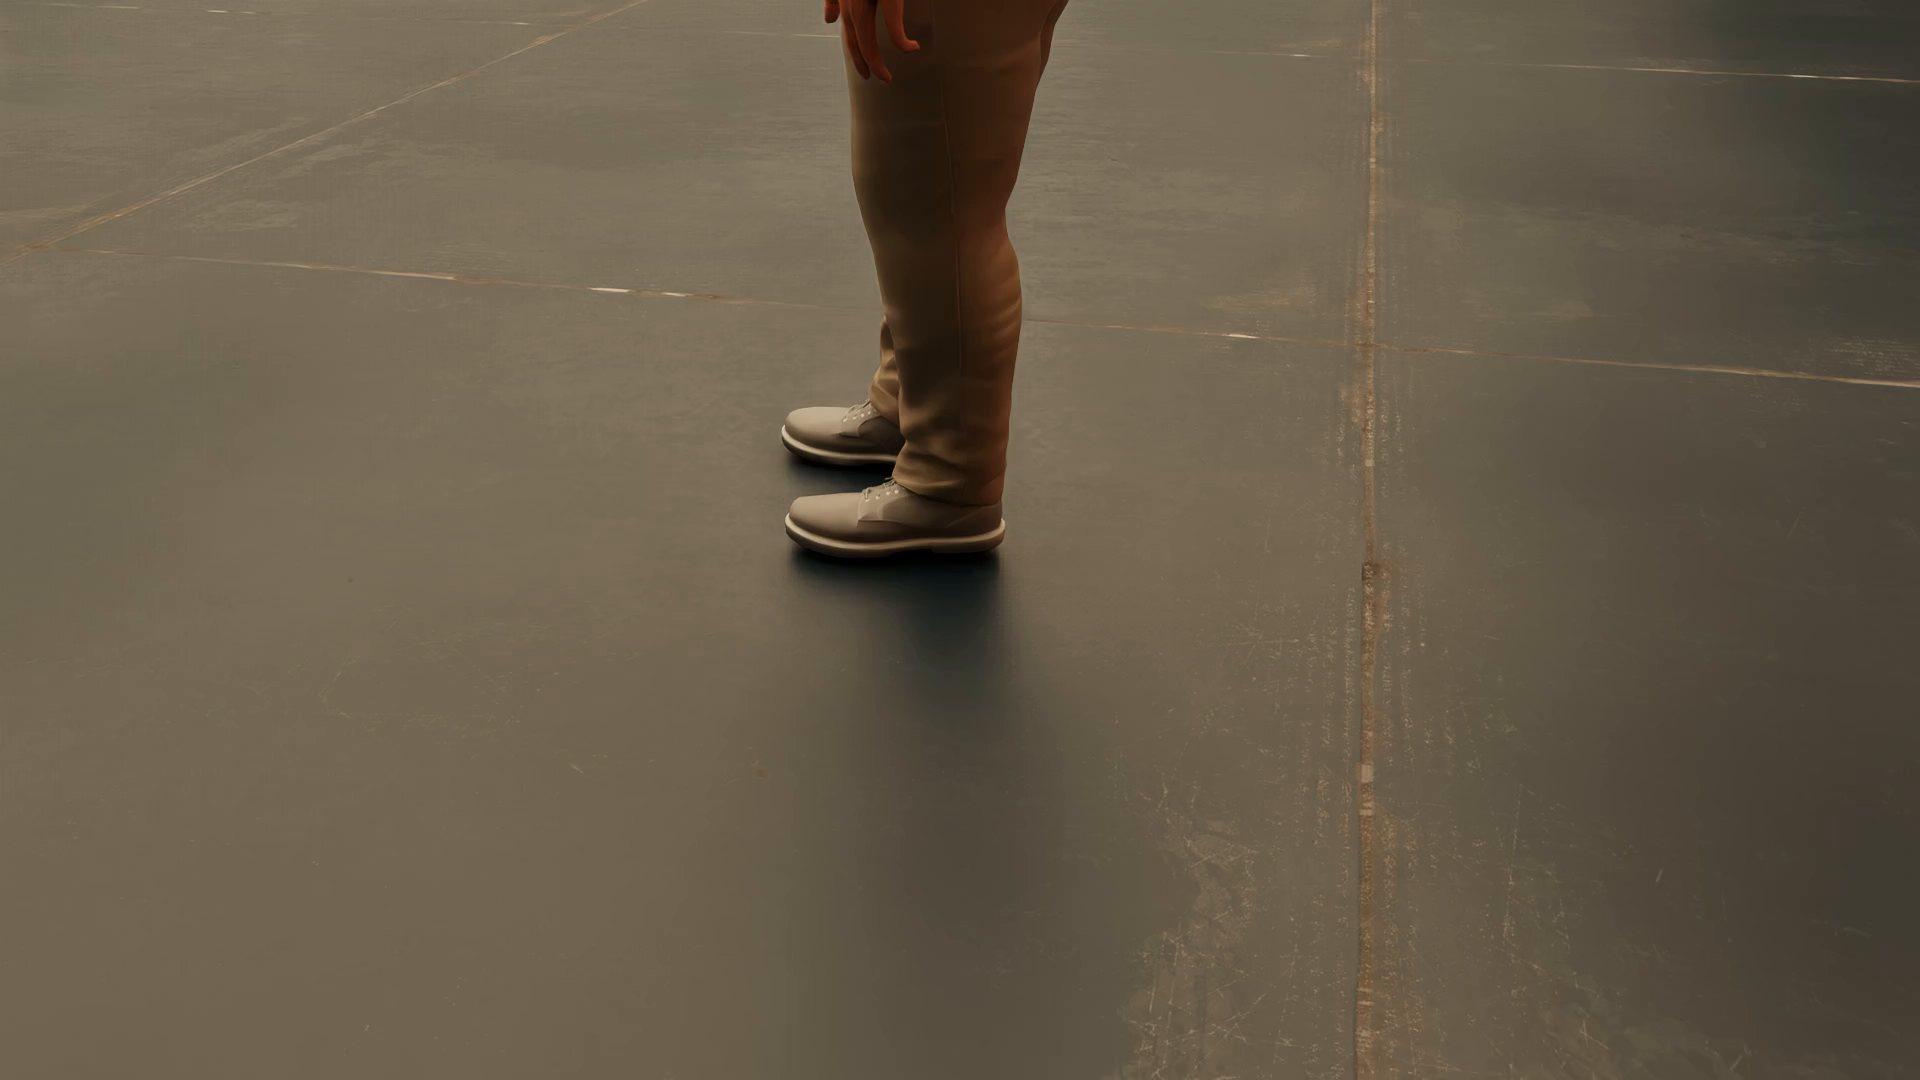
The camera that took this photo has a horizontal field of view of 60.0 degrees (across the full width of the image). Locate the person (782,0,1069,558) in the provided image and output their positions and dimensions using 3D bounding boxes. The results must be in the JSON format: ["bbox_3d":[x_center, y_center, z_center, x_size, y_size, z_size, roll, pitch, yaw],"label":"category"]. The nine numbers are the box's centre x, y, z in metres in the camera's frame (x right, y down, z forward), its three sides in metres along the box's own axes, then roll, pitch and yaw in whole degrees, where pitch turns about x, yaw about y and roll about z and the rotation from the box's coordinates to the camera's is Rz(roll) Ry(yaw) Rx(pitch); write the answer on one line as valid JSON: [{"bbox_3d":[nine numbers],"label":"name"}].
[{"bbox_3d":[-0.086,-0.793,2.135,0.549,1.728,0.641,6,27,11],"label":"person"}]
